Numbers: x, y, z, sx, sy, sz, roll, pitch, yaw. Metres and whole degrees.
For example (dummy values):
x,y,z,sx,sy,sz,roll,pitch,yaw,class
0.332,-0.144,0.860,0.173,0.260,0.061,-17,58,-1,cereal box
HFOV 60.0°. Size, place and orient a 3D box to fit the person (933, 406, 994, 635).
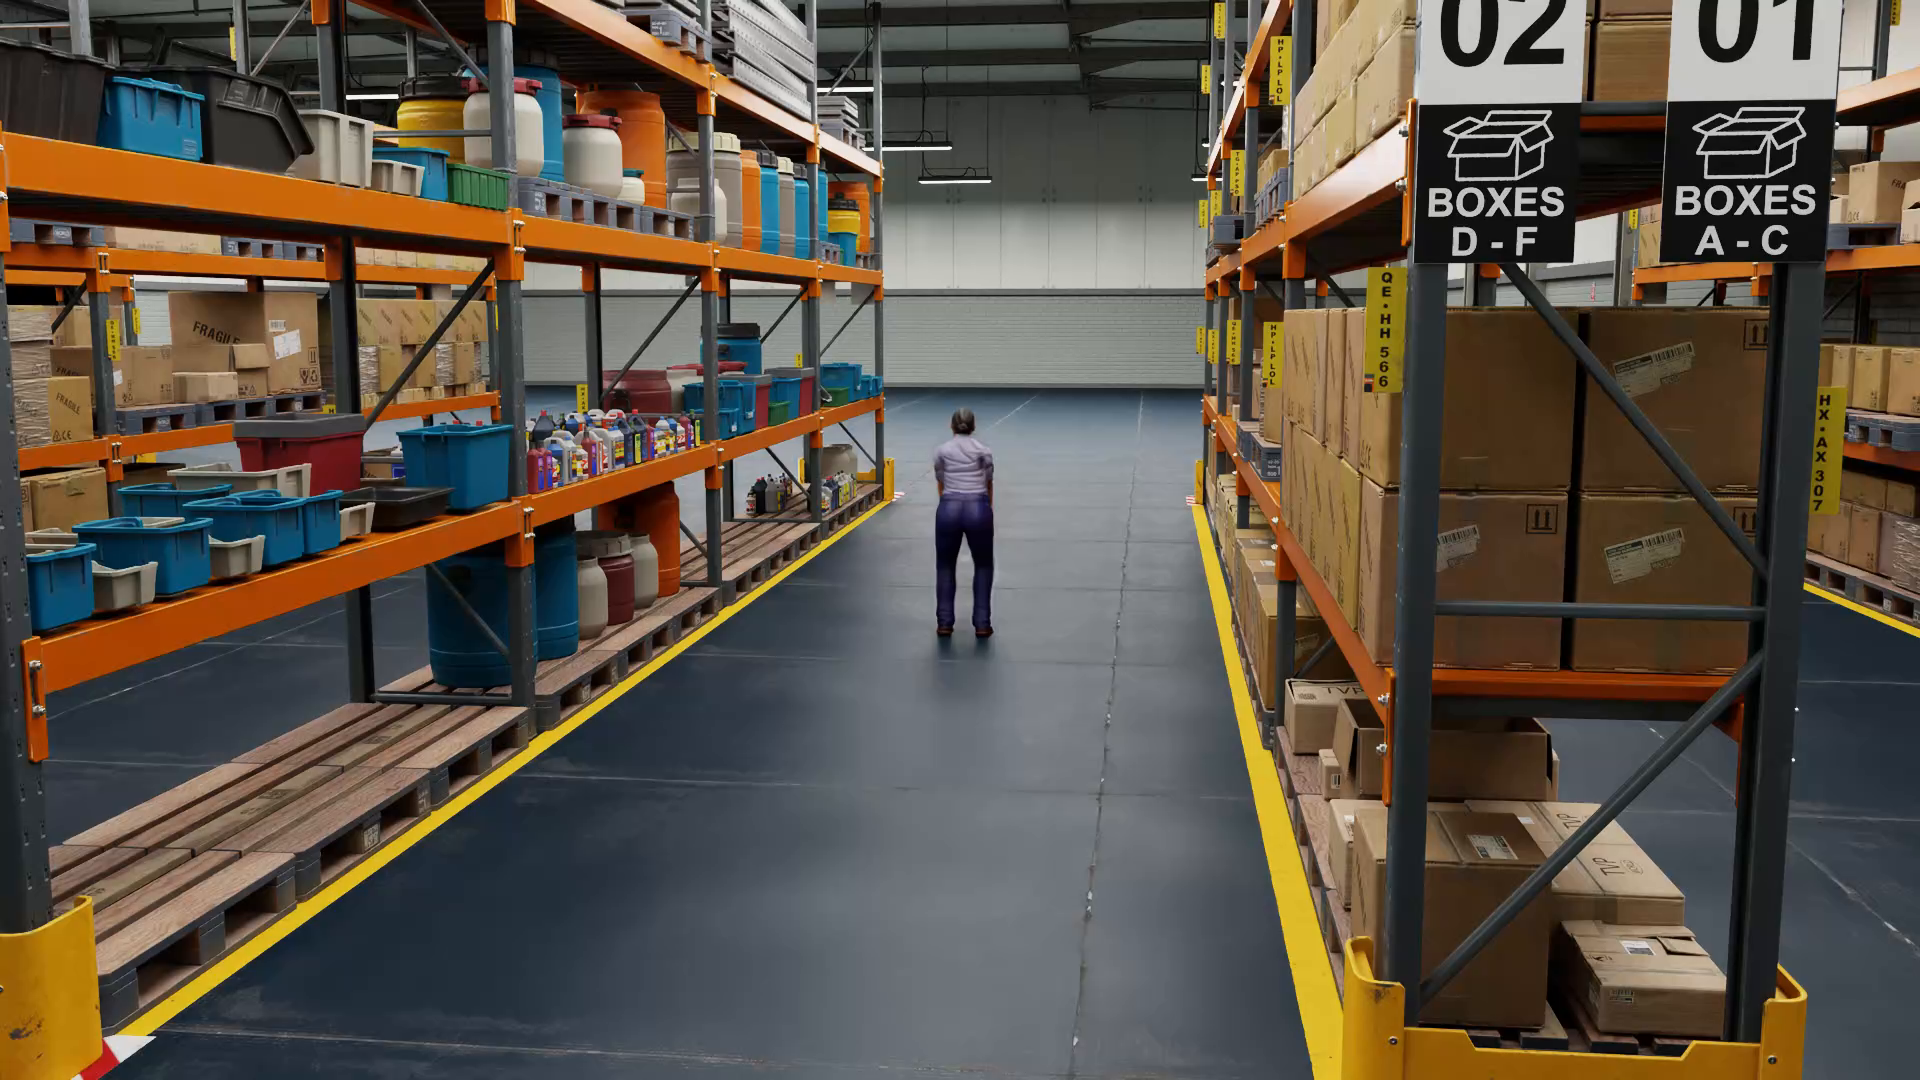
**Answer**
x,y,z,sx,sy,sz,roll,pitch,yaw,class
0.031,-0.139,11.953,0.435,1.639,0.544,1,8,5,person
